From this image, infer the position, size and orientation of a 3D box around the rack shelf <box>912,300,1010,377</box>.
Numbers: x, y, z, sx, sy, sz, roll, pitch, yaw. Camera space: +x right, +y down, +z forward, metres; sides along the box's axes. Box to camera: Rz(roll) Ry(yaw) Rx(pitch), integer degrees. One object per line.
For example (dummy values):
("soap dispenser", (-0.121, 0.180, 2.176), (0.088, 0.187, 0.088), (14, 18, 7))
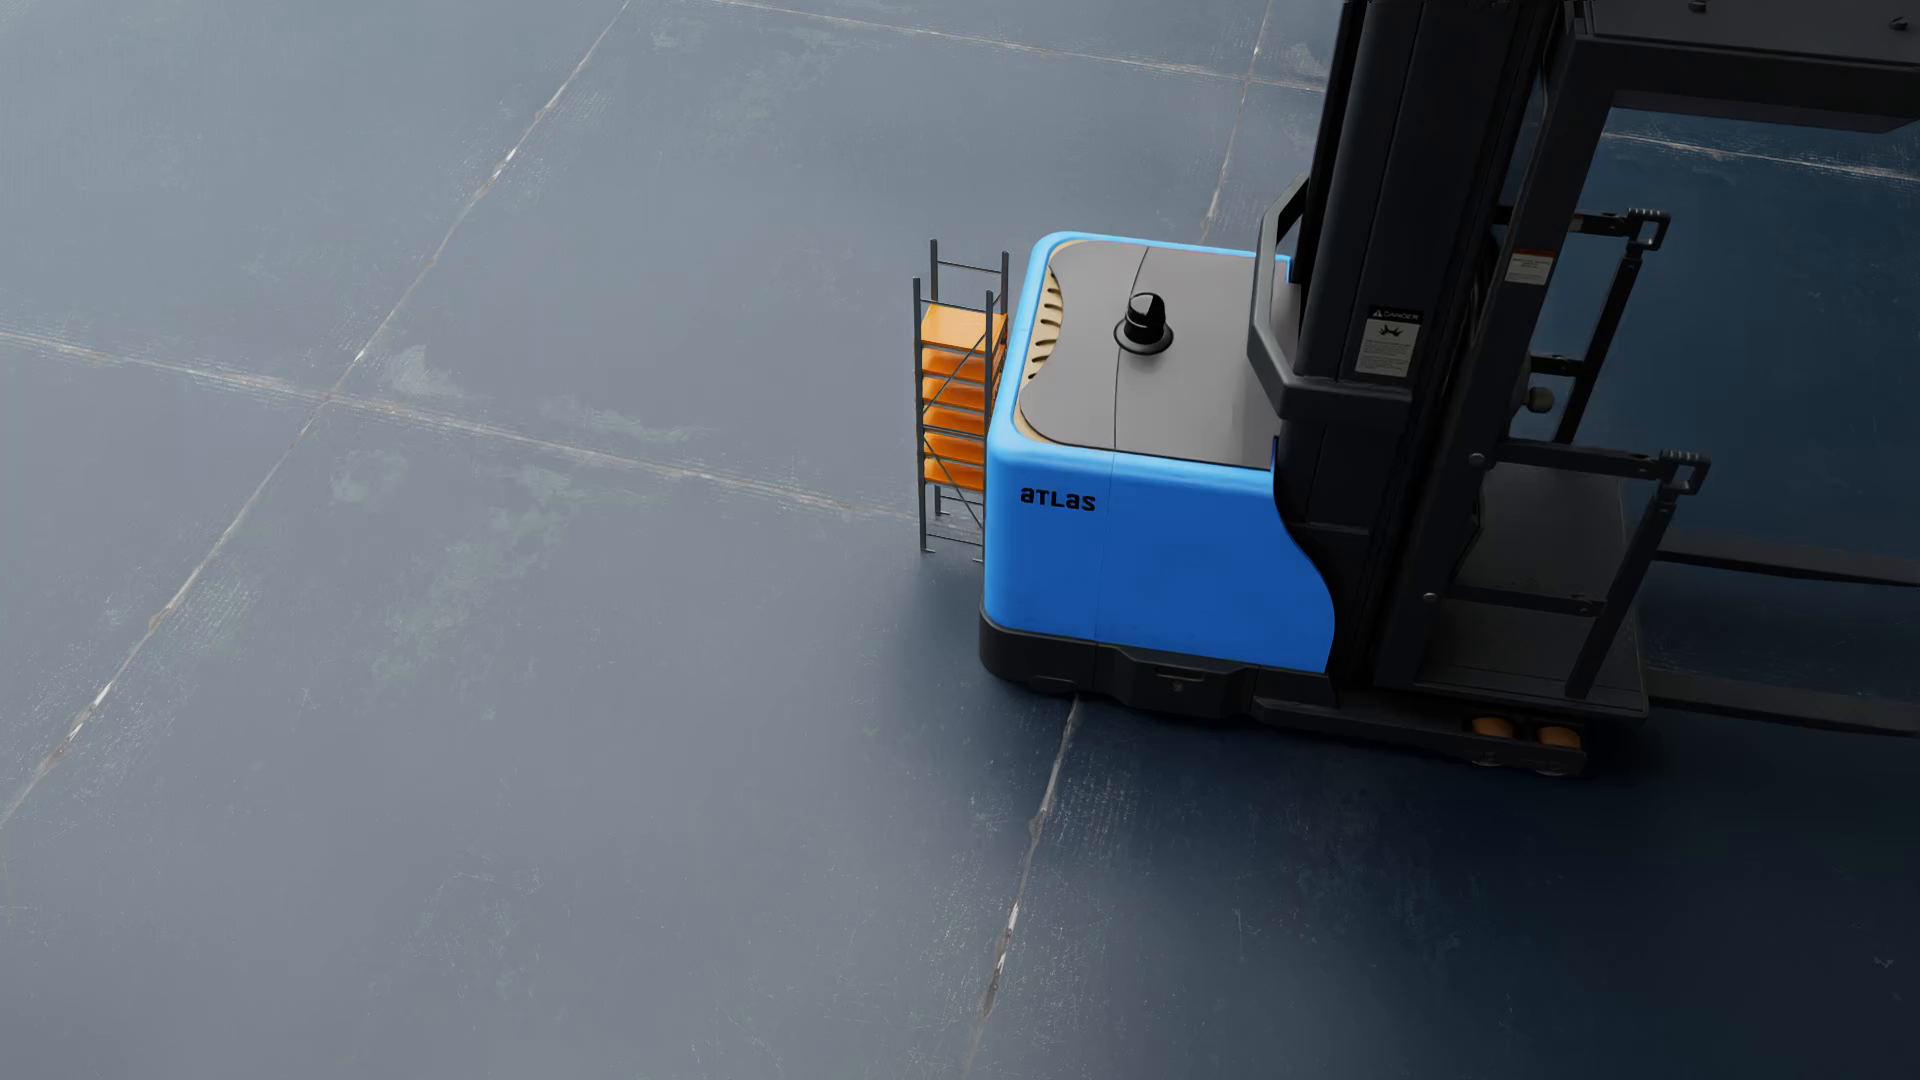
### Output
("rack shelf", (0.004, -0.616, 5.073), (0.258, 0.103, 0.180), (12, 50, 10))

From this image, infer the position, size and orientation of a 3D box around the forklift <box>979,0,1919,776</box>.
("forklift", (1.628, -0.680, 4.396), (3.031, 2.935, 1.130), (8, 49, 7))

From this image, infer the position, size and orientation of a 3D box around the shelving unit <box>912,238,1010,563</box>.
("shelving unit", (0.004, -0.408, 5.309), (0.258, 1.200, 0.189), (12, 50, 10))

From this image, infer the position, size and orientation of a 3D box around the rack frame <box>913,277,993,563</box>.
("rack frame", (-0.020, -0.341, 5.251), (0.240, 1.200, 0.006), (12, 50, 10))

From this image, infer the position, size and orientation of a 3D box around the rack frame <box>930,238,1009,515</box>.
("rack frame", (0.028, -0.474, 5.368), (0.240, 1.200, 0.006), (12, 50, 10))

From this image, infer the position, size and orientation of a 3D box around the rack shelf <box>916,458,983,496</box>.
("rack shelf", (0.004, -0.219, 5.523), (0.258, 0.103, 0.180), (12, 50, 10))

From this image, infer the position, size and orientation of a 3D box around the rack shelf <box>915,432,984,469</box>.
("rack shelf", (0.004, -0.299, 5.433), (0.258, 0.103, 0.180), (12, 50, 10))

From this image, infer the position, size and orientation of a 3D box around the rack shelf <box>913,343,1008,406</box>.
("rack shelf", (0.004, -0.537, 5.163), (0.258, 0.103, 0.180), (12, 50, 10))

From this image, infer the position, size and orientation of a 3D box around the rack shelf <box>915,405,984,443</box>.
("rack shelf", (0.004, -0.378, 5.343), (0.258, 0.103, 0.180), (12, 50, 10))

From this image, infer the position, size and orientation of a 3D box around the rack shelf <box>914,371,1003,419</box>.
("rack shelf", (0.004, -0.458, 5.253), (0.258, 0.103, 0.180), (12, 50, 10))
